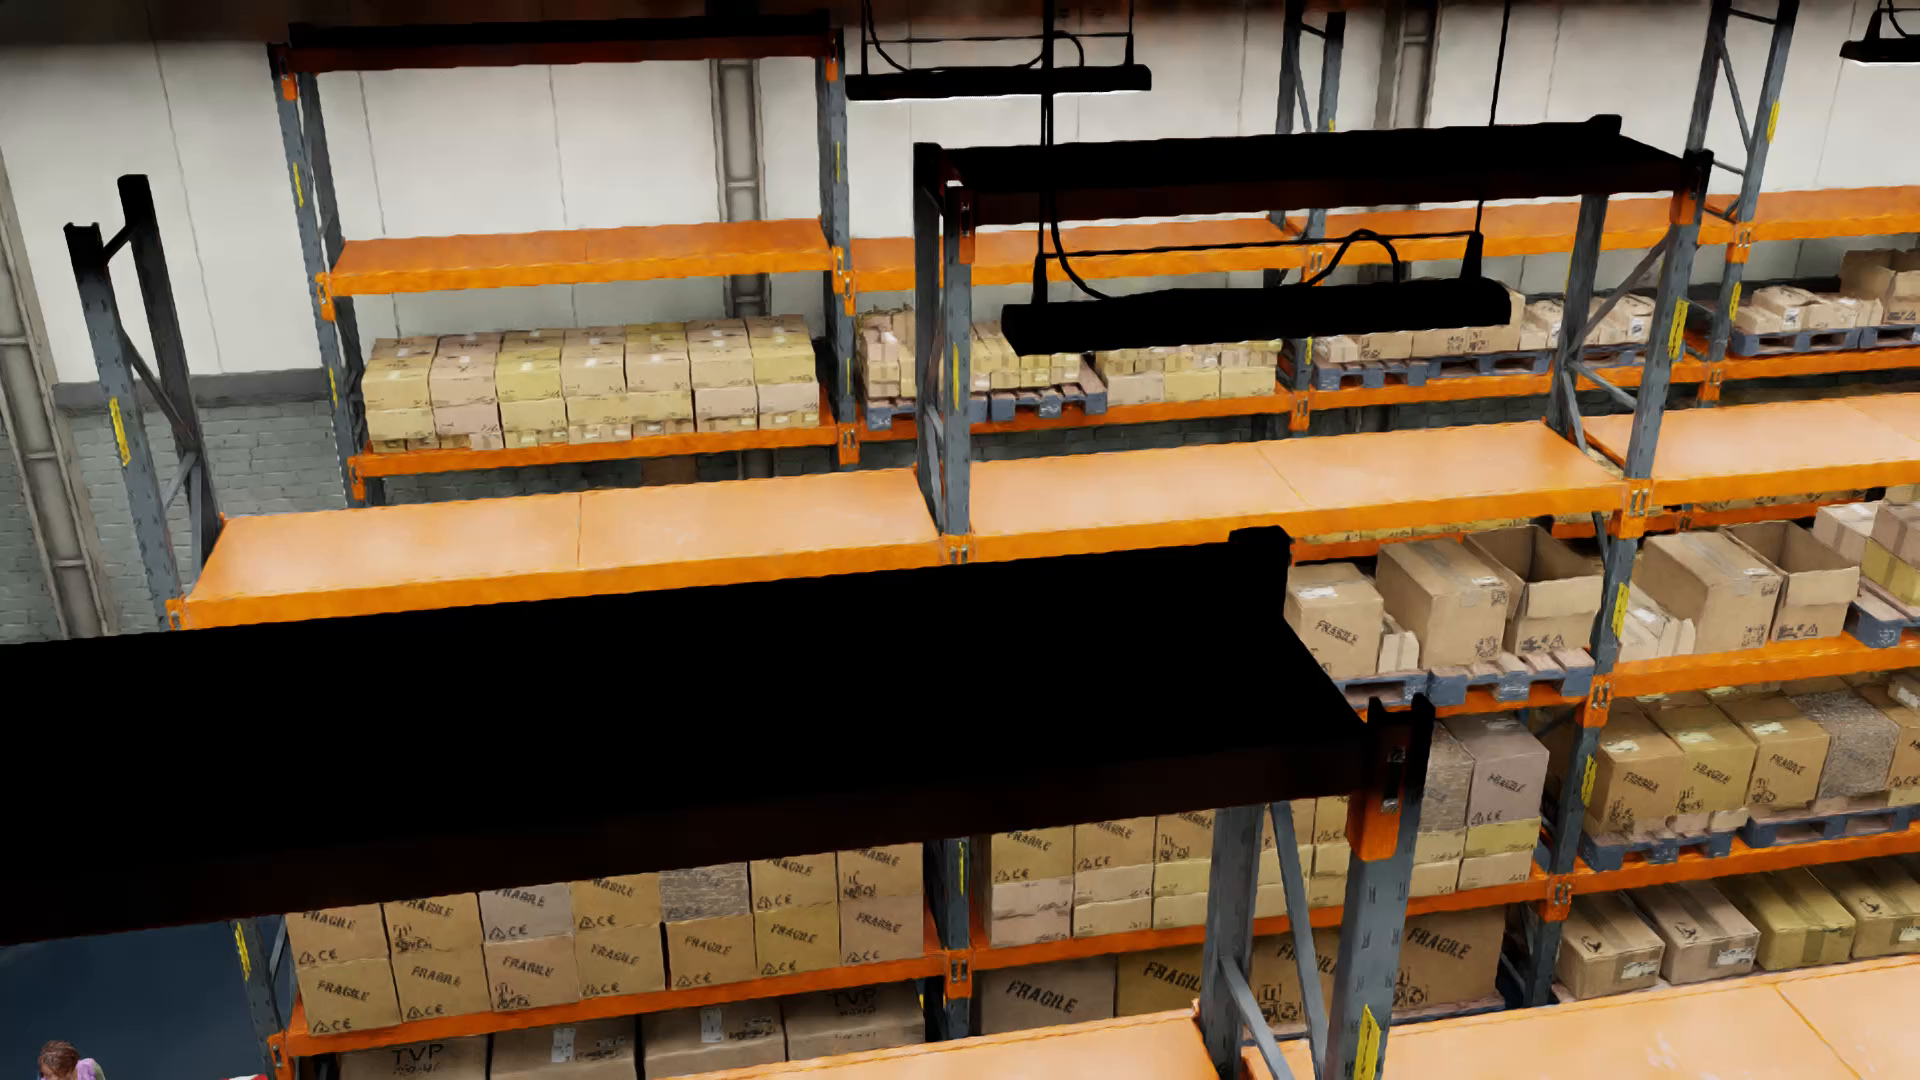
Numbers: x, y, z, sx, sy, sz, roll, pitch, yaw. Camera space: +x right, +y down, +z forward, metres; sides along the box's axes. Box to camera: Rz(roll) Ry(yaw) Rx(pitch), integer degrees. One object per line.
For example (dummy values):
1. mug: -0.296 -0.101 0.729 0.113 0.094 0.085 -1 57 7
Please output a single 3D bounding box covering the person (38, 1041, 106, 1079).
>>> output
1. person: -4.947 3.414 9.431 0.468 1.591 0.518 -22 33 -38
